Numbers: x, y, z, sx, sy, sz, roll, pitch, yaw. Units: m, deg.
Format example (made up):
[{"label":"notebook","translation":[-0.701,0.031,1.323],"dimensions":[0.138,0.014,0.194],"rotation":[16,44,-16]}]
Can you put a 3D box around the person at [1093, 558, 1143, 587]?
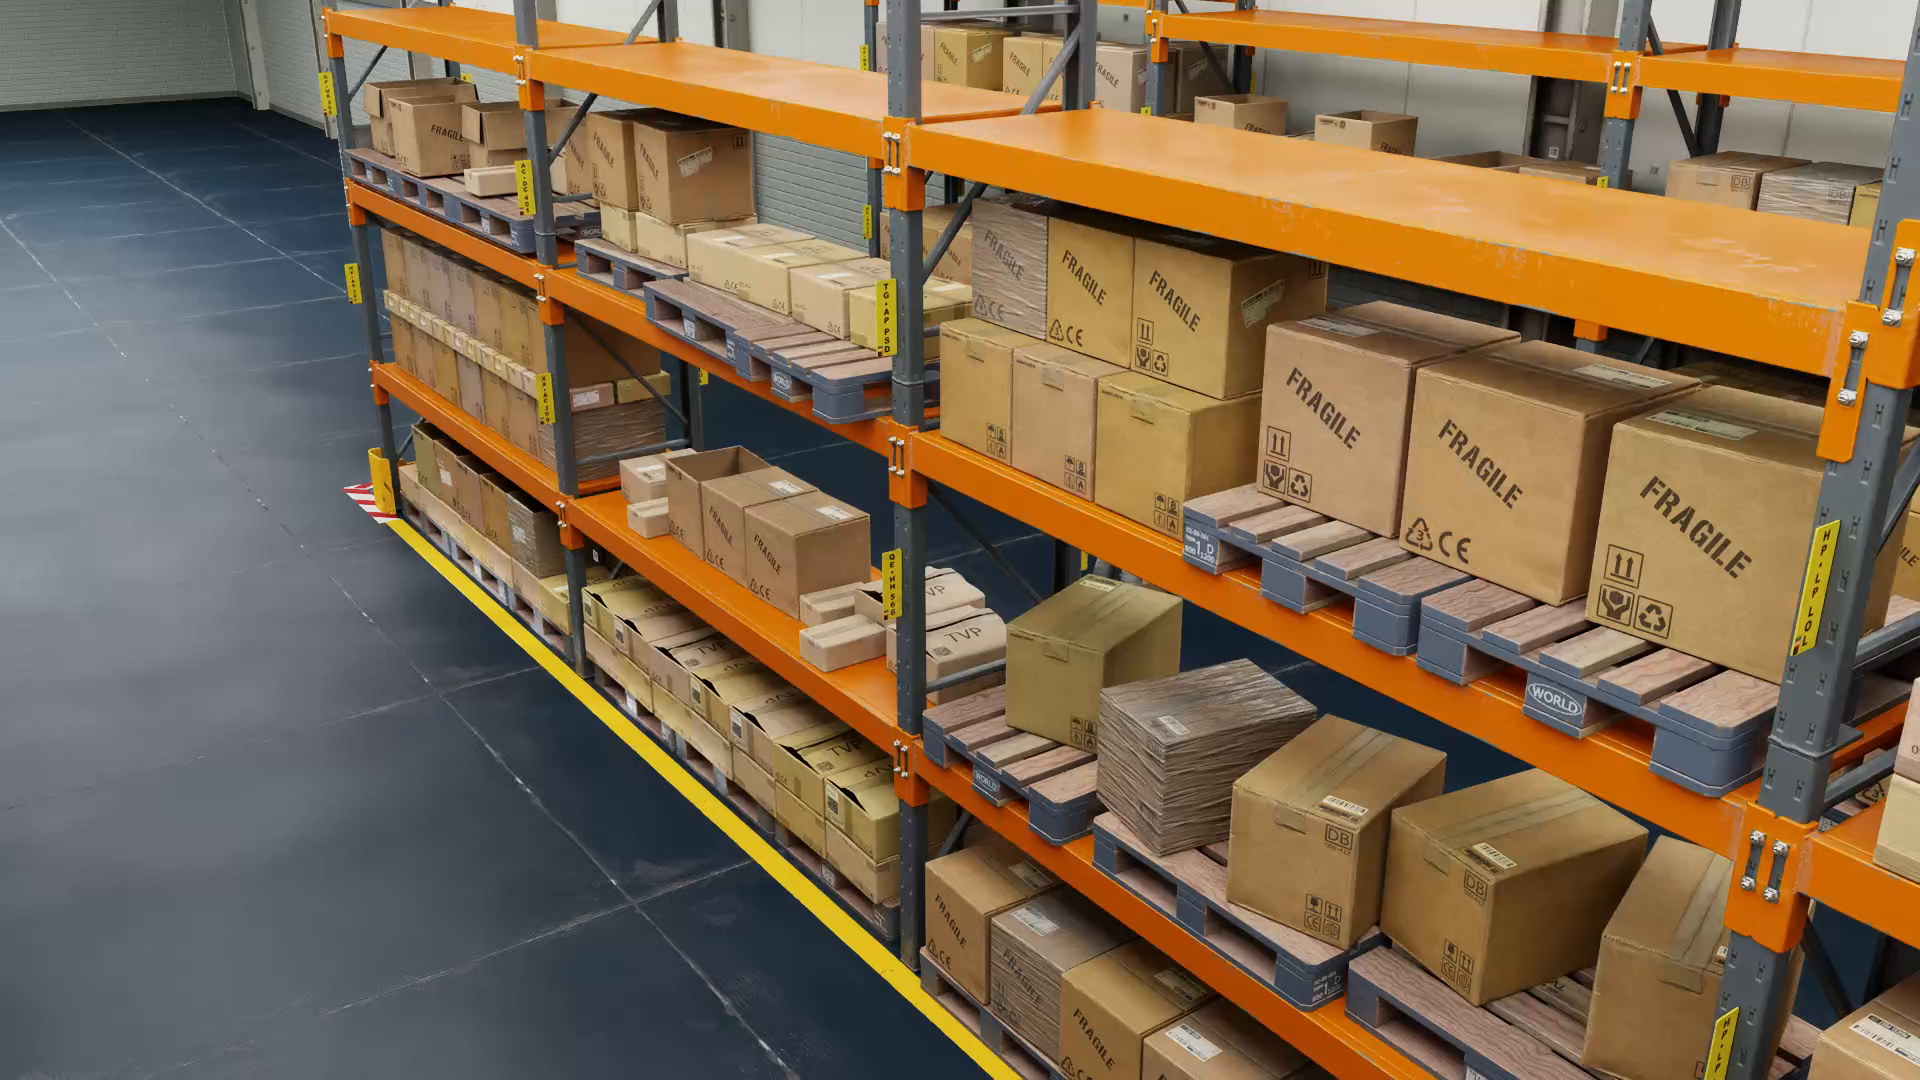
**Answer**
[{"label":"person","translation":[1.172,-0.230,11.955],"dimensions":[0.468,1.666,0.537],"rotation":[-15,26,-33]}]
